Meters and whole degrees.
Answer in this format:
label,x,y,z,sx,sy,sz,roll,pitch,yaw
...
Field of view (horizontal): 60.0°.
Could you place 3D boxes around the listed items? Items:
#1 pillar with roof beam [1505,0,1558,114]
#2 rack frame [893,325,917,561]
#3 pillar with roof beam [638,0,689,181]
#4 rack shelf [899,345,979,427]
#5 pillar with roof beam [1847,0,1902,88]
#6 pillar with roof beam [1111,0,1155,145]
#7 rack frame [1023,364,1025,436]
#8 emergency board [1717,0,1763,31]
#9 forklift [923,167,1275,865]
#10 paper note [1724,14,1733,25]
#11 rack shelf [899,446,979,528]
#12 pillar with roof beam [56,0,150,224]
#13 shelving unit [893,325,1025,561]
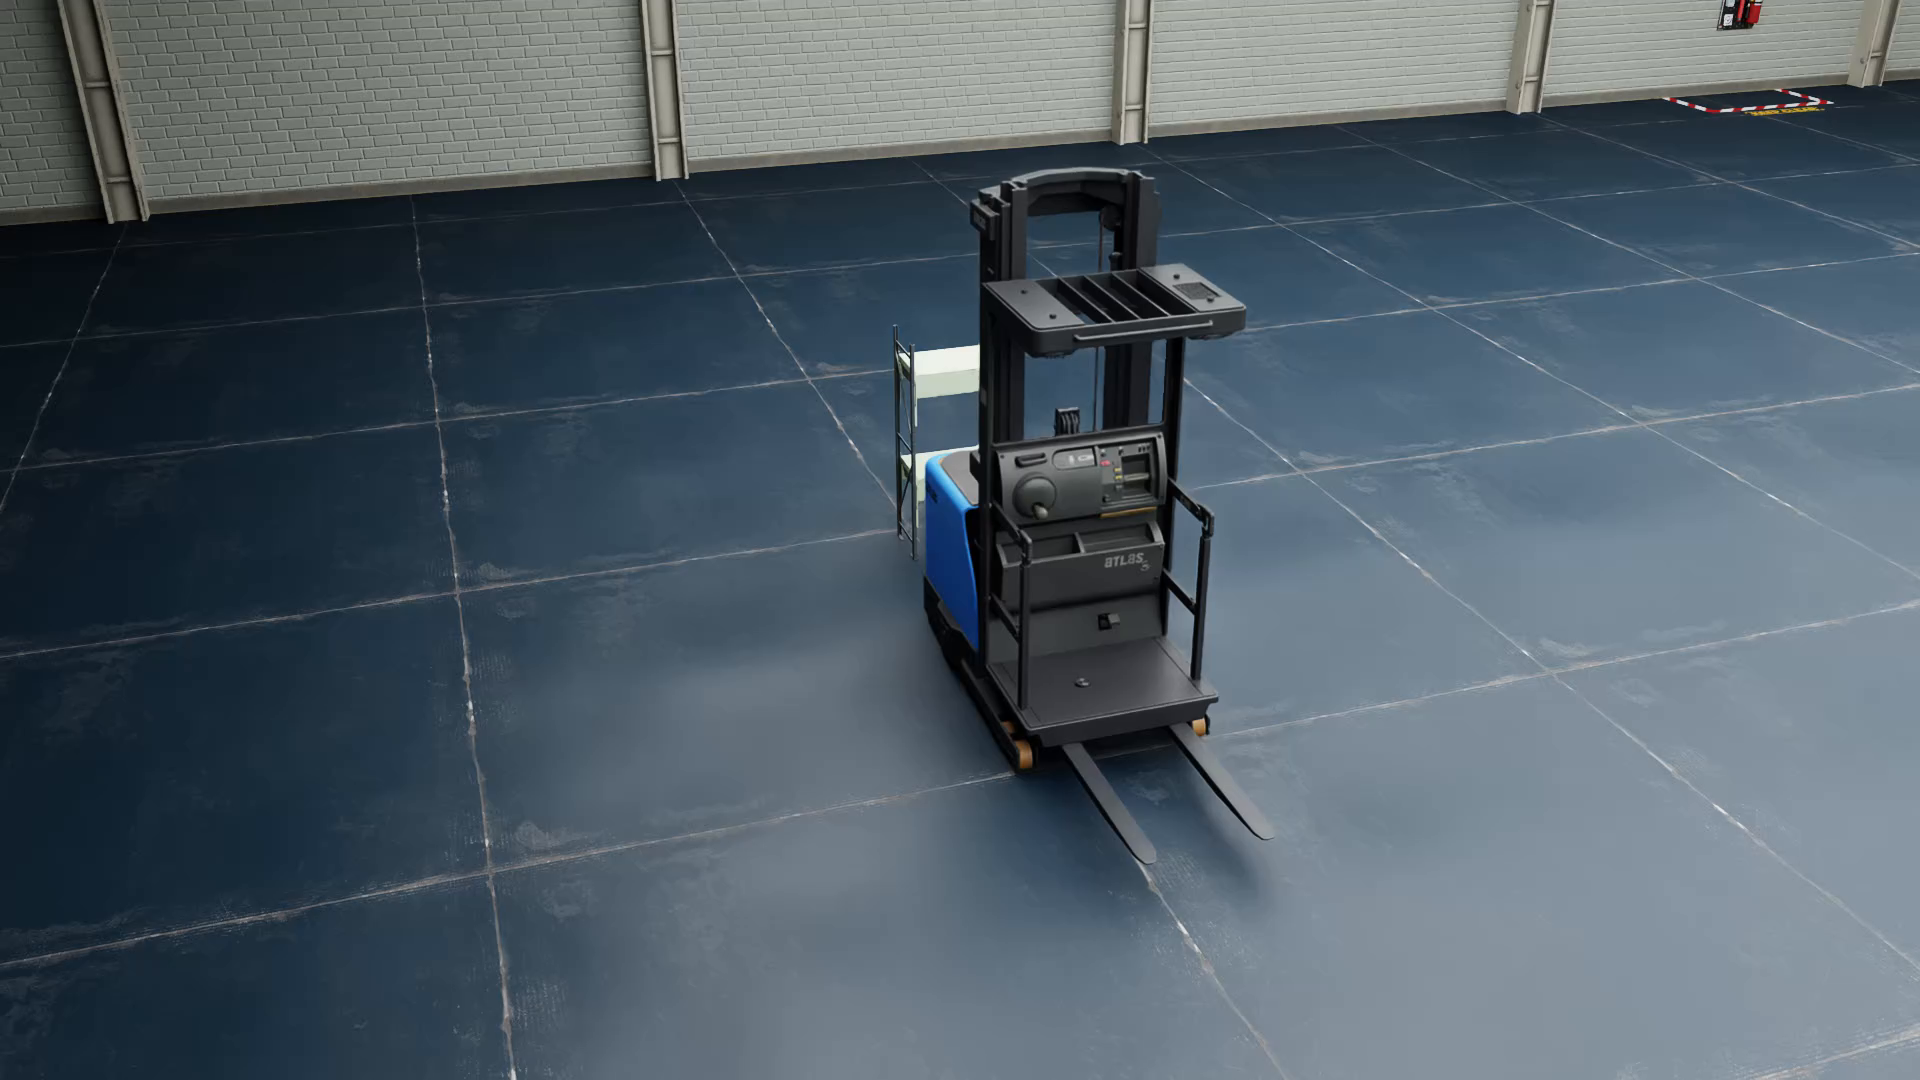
label,x,y,z,sx,sy,sz,roll,pitch,yaw
pillar with roof beam,9.250,-8.248,17.738,0.400,9.000,9.100,-8,28,-16
rack frame,-0.354,-0.620,10.807,0.023,1.500,0.400,-8,28,-16
pillar with roof beam,-2.160,-6.595,14.409,0.400,9.000,9.100,-8,28,-16
rack shelf,-0.006,-1.020,10.735,0.720,0.370,0.431,-8,28,-16
pillar with roof beam,14.955,-9.074,19.402,0.400,9.000,9.100,-8,28,-16
pillar with roof beam,3.545,-7.421,16.073,0.400,9.000,9.100,-8,28,-16
rack frame,0.342,-0.721,11.010,0.023,1.500,0.400,-8,28,-16
emergency board,11.260,-7.883,23.749,0.643,1.169,0.194,-8,28,-16
forklift,0.714,-0.295,8.543,1.130,2.935,3.031,-8,28,-16
paper note,11.071,-7.493,23.955,0.142,0.148,0.016,-8,28,-16
rack shelf,-0.006,-0.379,11.054,0.720,0.370,0.431,-8,28,-16
pillar with roof beam,-7.865,-5.769,12.745,0.400,9.000,9.100,-8,28,-16
shelving unit,-0.006,-0.671,10.909,0.755,1.500,0.431,-8,28,-16
